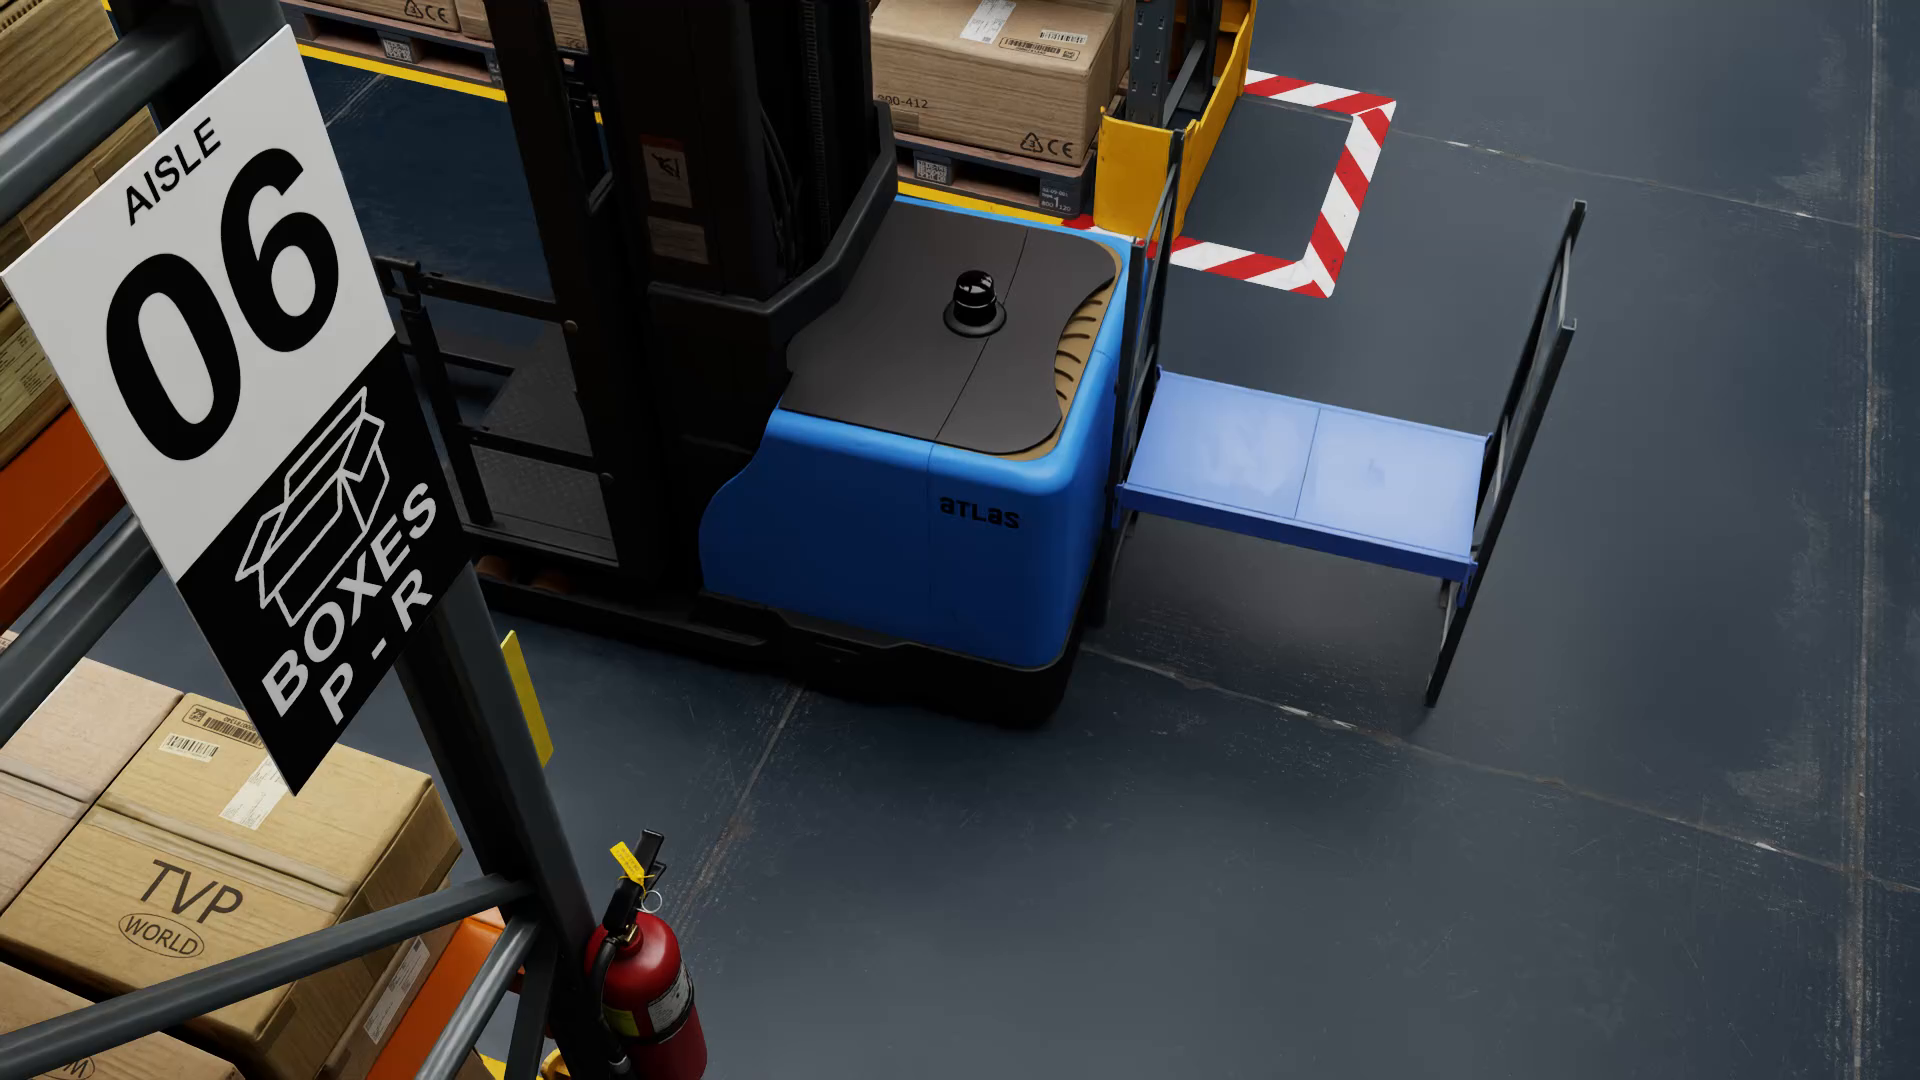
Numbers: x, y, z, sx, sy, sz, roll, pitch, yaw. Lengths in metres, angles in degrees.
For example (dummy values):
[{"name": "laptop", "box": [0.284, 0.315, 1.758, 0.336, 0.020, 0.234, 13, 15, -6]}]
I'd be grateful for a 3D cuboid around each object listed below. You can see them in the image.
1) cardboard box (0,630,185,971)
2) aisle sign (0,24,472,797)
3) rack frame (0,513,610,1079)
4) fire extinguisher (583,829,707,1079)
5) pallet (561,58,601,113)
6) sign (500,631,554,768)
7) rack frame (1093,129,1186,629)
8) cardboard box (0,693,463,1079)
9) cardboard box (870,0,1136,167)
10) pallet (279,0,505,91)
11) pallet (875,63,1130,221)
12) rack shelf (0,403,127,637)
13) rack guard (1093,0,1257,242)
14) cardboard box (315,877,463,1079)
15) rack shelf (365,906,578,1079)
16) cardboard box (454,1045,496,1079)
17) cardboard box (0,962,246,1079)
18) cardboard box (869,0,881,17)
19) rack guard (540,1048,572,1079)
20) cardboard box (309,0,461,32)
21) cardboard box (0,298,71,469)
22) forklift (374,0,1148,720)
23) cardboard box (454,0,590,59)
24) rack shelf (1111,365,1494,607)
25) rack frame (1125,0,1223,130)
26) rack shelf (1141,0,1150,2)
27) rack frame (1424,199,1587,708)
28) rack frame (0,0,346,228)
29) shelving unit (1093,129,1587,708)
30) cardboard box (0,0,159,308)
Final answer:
[{"name": "cardboard box", "box": [-1.683, 0.455, 2.916, 0.500, 0.250, 0.500, 16, 51, 14]}, {"name": "aisle sign", "box": [-0.712, -0.097, 1.771, 0.004, 0.787, 0.394, 16, 51, 13]}, {"name": "rack frame", "box": [-0.878, 0.945, 2.589, 0.127, 3.000, 1.000, 16, 51, 13]}, {"name": "fire extinguisher", "box": [-0.580, 0.803, 3.009, 0.183, 0.674, 0.296, 16, 51, 13]}, {"name": "pallet", "box": [-1.079, -2.136, 7.104, 1.213, 0.211, 1.003, 16, 51, 13]}, {"name": "sign", "box": [-0.690, 0.277, 2.595, 0.005, 0.325, 0.100, 16, 51, 13]}, {"name": "rack frame", "box": [0.501, -0.398, 4.745, 0.032, 1.500, 0.500, 13, 50, 11]}, {"name": "cardboard box", "box": [-1.210, 0.587, 2.801, 0.500, 0.250, 0.500, 16, 51, 13]}, {"name": "cardboard box", "box": [0.185, -1.975, 6.537, 0.875, 0.438, 0.875, 14, 51, 12]}, {"name": "pallet", "box": [-2.227, -2.454, 7.380, 1.213, 0.211, 1.003, 16, 51, 13]}, {"name": "pallet", "box": [0.062, -1.815, 6.826, 1.213, 0.211, 1.003, 16, 51, 13]}, {"name": "rack shelf", "box": [-2.754, -0.326, 2.181, 4.000, 0.370, 1.077, 16, 51, 13]}, {"name": "rack guard", "box": [0.861, -1.750, 6.578, 0.348, 0.500, 1.175, 16, 51, 13]}, {"name": "cardboard box", "box": [-1.091, 0.747, 2.927, 0.250, 0.149, 0.380, 15, 51, 13]}, {"name": "rack shelf", "box": [-2.754, 0.657, 3.314, 4.000, 0.370, 1.077, 16, 51, 13]}, {"name": "cardboard box", "box": [-1.419, 1.398, 3.570, 0.637, 0.503, 0.797, 14, 51, 12]}, {"name": "cardboard box", "box": [-1.401, 0.964, 2.474, 0.500, 0.250, 0.500, 17, 51, 14]}, {"name": "cardboard box", "box": [-0.676, -2.209, 6.739, 0.875, 0.438, 0.875, 17, 51, 14]}, {"name": "rack guard", "box": [-0.949, 1.744, 3.550, 0.348, 0.500, 1.175, 16, 51, 13]}, {"name": "cardboard box", "box": [-2.362, -2.680, 7.148, 0.875, 0.438, 0.875, 15, 51, 13]}, {"name": "cardboard box", "box": [-1.096, -0.204, 1.765, 0.250, 0.149, 0.380, 17, 51, 14]}, {"name": "forklift", "box": [-1.029, -1.080, 4.389, 3.031, 2.935, 1.130, 13, 50, 11]}, {"name": "cardboard box", "box": [-1.522, -2.446, 6.945, 0.875, 0.438, 0.875, 14, 51, 12]}, {"name": "rack shelf", "box": [0.987, -0.169, 4.784, 1.000, 0.185, 0.538, 13, 50, 11]}, {"name": "rack frame", "box": [0.839, -2.575, 5.639, 0.127, 3.000, 1.000, 16, 51, 13]}, {"name": "rack shelf", "box": [-1.037, -2.863, 6.365, 4.000, 0.370, 1.077, 16, 51, 13]}, {"name": "rack frame", "box": [1.474, -0.175, 4.552, 0.032, 1.500, 0.500, 13, 50, 11]}, {"name": "rack frame", "box": [-0.878, -1.020, 0.322, 0.127, 3.000, 1.000, 16, 51, 13]}, {"name": "shelving unit", "box": [0.987, -0.287, 4.648, 1.048, 1.500, 0.538, 13, 50, 11]}, {"name": "cardboard box", "box": [-1.199, -0.396, 1.668, 0.500, 0.250, 0.500, 15, 51, 13]}]
